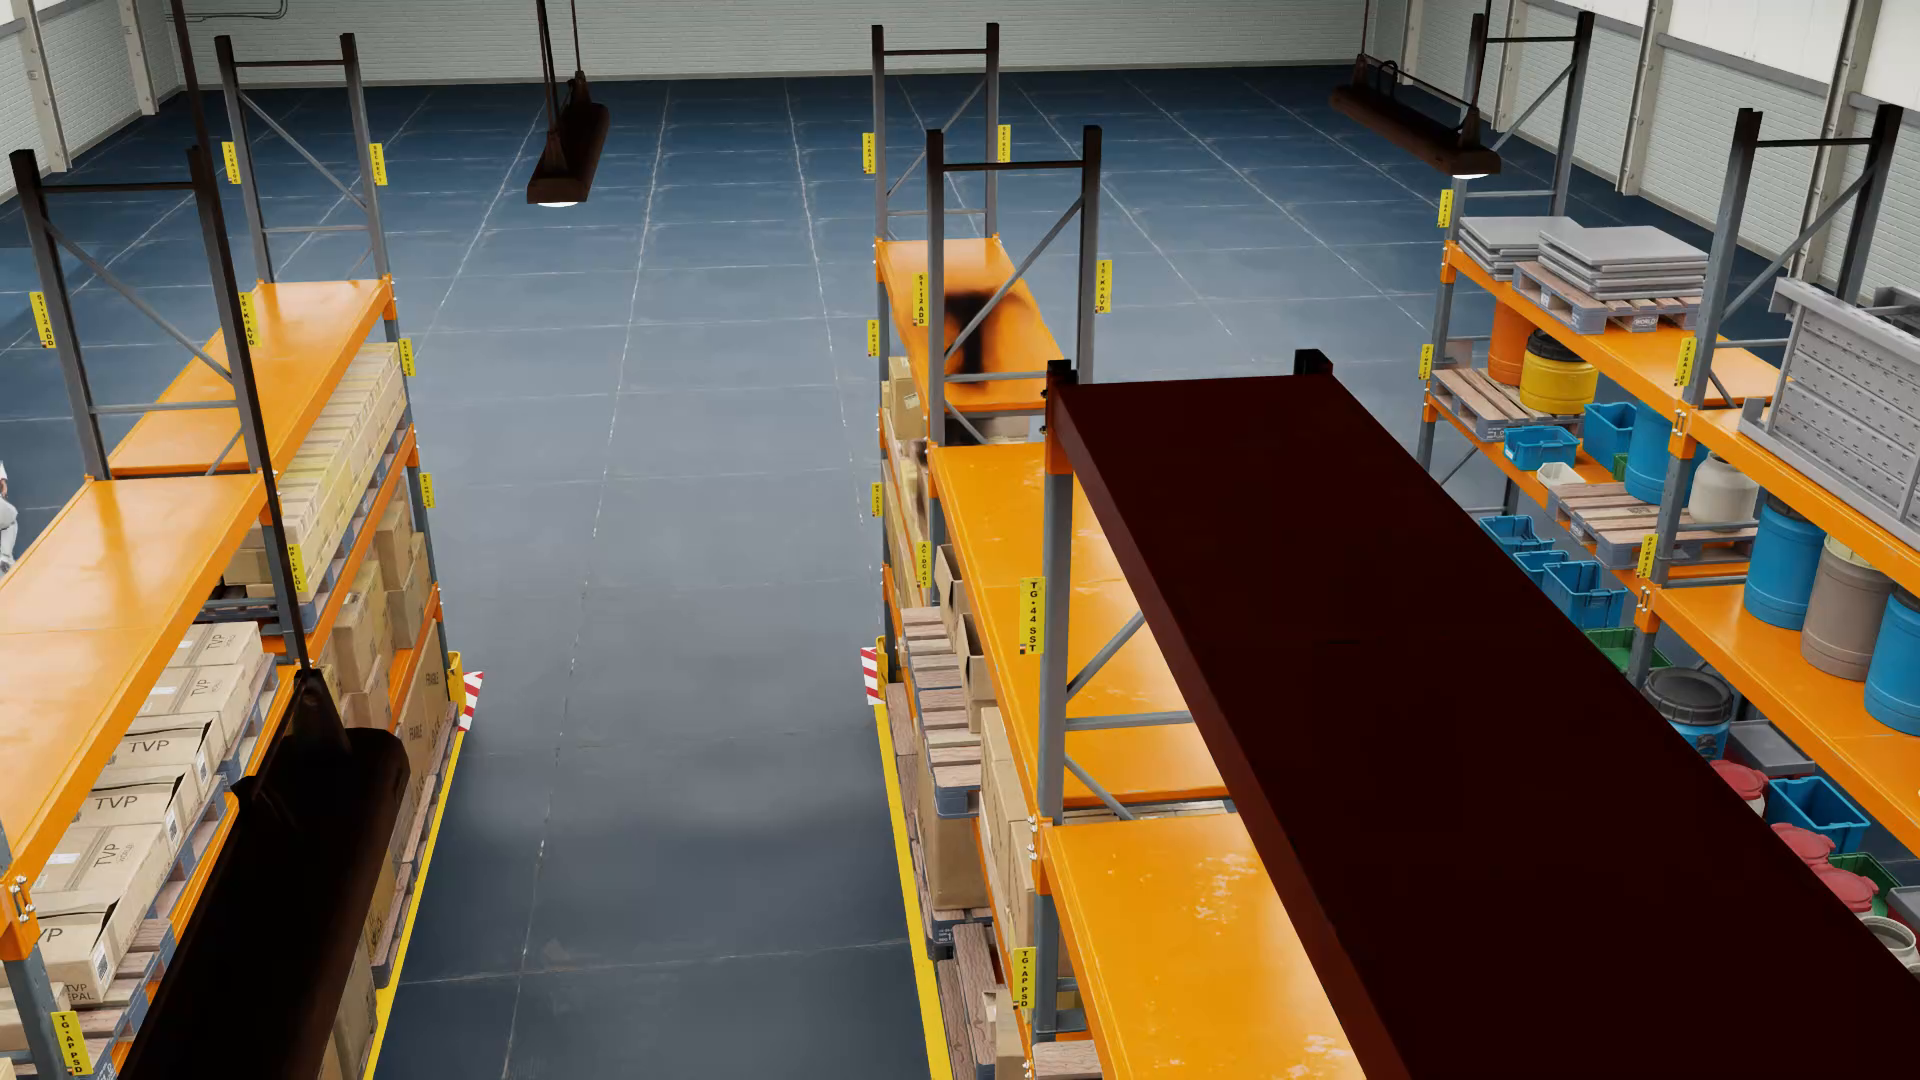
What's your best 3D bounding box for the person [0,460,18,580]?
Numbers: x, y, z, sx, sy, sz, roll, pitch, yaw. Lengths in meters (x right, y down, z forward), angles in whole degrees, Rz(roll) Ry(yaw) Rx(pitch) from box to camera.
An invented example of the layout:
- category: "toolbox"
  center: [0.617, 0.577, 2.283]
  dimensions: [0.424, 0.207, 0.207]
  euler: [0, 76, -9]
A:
- category: "person"
  center: [-10.222, -0.345, 17.416]
  dimensions: [0.734, 1.542, 1.058]
  euler: [-8, 27, -17]
